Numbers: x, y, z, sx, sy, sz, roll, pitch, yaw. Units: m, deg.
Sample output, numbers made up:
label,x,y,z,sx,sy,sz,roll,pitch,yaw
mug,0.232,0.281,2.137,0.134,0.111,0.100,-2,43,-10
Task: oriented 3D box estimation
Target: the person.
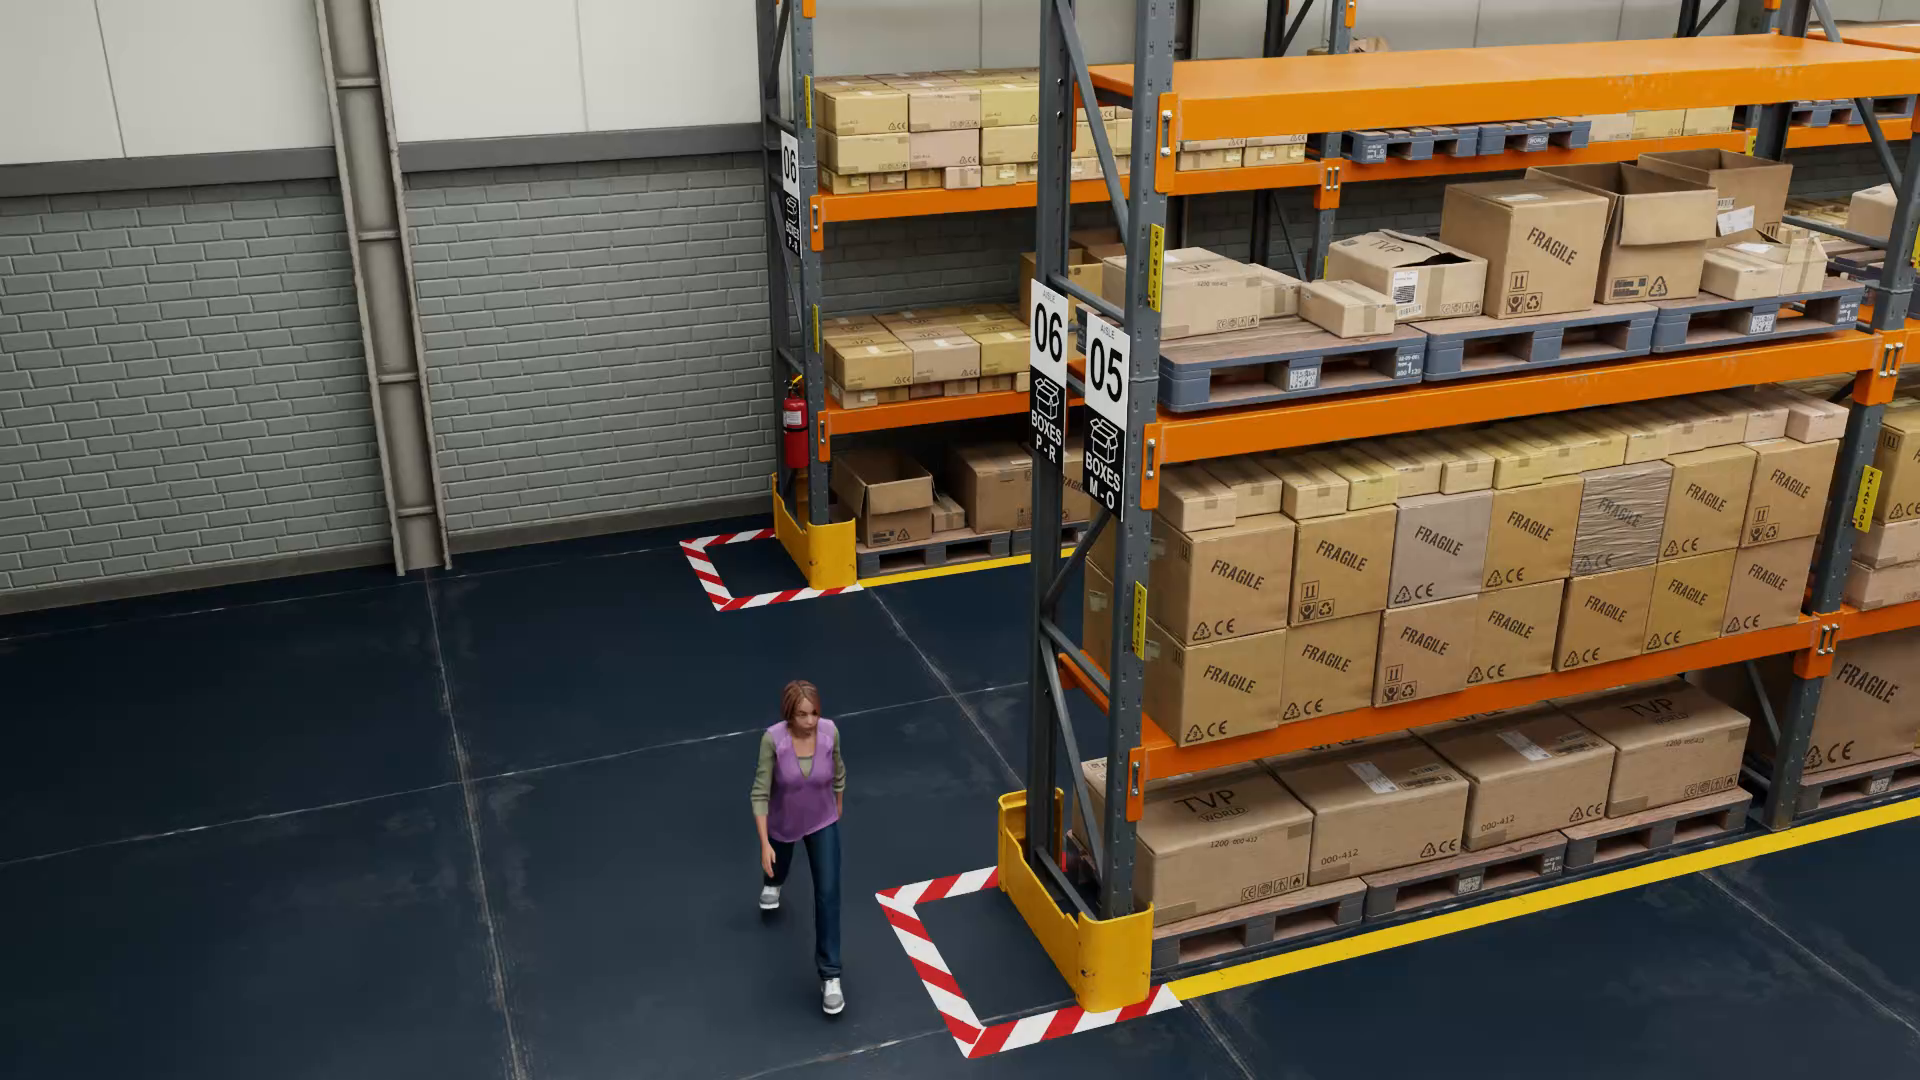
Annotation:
label,x,y,z,sx,sy,sz,roll,pitch,yaw
person,-0.750,1.298,7.764,0.469,1.518,1.049,-5,23,-13
